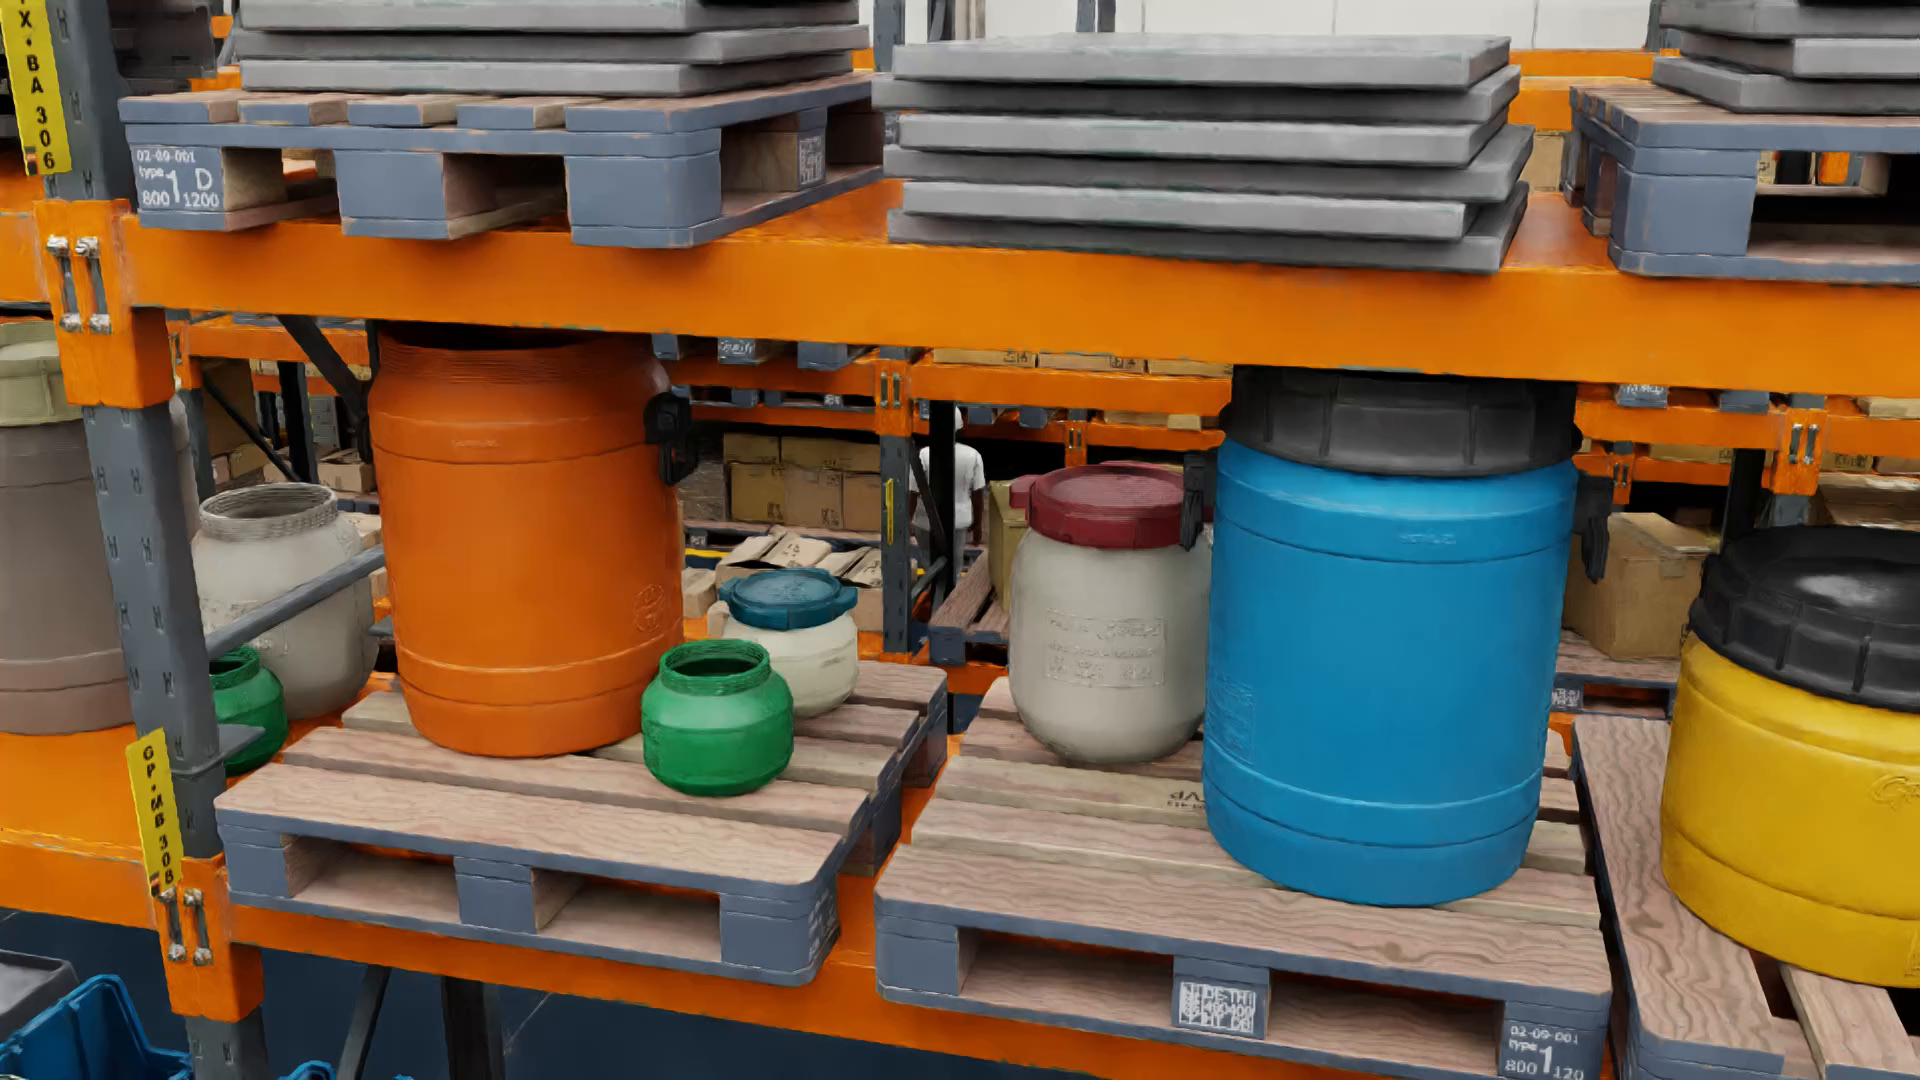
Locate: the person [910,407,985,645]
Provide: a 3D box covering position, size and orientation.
[{"bbox_3d":[-0.126,-0.102,11.798,0.610,1.765,0.431,-7,19,-20],"label":"person"}]
